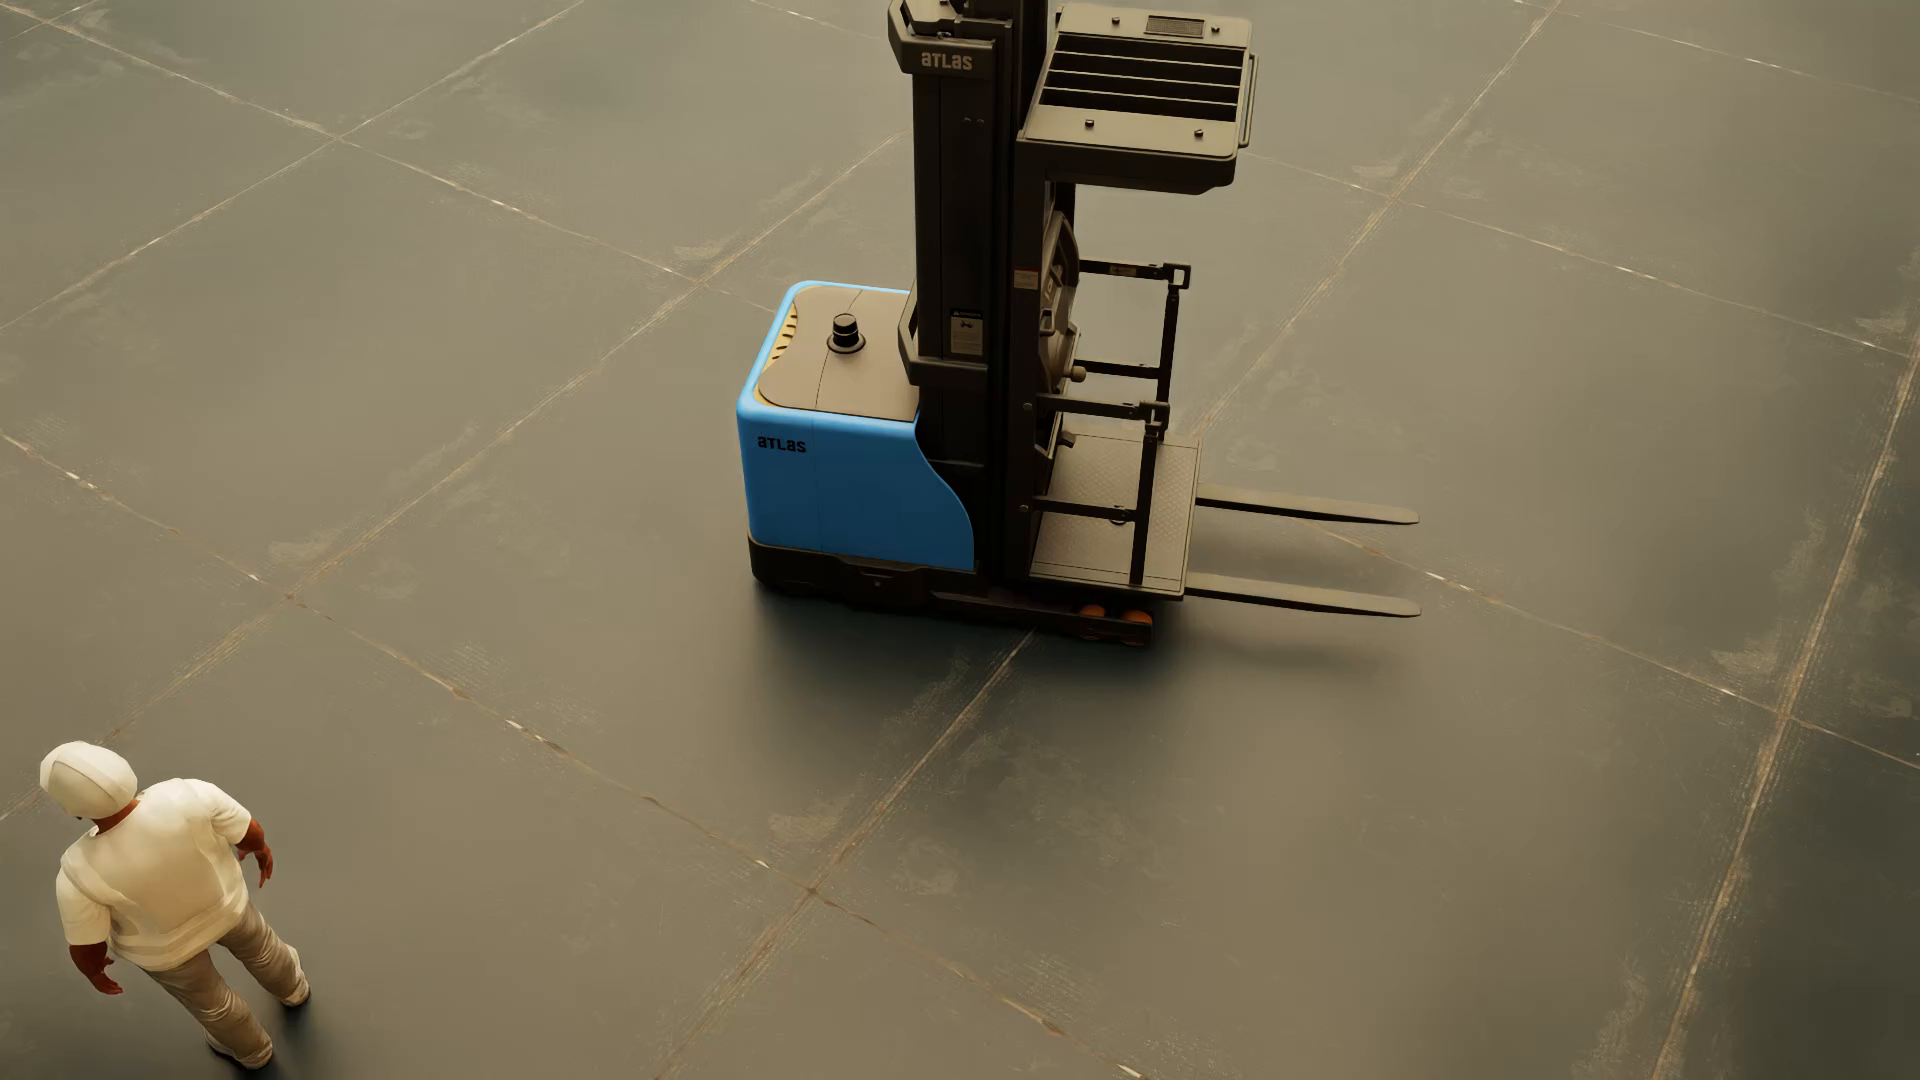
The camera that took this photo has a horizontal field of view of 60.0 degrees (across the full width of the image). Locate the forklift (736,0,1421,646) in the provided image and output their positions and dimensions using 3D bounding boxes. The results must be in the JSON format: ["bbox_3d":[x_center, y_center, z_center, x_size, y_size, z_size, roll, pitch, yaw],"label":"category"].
[{"bbox_3d":[0.598,-0.987,6.890,3.031,2.935,1.130,7,44,8],"label":"forklift"}]

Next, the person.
[{"bbox_3d":[-2.583,1.179,5.440,0.579,1.765,0.665,31,52,29],"label":"person"}]
